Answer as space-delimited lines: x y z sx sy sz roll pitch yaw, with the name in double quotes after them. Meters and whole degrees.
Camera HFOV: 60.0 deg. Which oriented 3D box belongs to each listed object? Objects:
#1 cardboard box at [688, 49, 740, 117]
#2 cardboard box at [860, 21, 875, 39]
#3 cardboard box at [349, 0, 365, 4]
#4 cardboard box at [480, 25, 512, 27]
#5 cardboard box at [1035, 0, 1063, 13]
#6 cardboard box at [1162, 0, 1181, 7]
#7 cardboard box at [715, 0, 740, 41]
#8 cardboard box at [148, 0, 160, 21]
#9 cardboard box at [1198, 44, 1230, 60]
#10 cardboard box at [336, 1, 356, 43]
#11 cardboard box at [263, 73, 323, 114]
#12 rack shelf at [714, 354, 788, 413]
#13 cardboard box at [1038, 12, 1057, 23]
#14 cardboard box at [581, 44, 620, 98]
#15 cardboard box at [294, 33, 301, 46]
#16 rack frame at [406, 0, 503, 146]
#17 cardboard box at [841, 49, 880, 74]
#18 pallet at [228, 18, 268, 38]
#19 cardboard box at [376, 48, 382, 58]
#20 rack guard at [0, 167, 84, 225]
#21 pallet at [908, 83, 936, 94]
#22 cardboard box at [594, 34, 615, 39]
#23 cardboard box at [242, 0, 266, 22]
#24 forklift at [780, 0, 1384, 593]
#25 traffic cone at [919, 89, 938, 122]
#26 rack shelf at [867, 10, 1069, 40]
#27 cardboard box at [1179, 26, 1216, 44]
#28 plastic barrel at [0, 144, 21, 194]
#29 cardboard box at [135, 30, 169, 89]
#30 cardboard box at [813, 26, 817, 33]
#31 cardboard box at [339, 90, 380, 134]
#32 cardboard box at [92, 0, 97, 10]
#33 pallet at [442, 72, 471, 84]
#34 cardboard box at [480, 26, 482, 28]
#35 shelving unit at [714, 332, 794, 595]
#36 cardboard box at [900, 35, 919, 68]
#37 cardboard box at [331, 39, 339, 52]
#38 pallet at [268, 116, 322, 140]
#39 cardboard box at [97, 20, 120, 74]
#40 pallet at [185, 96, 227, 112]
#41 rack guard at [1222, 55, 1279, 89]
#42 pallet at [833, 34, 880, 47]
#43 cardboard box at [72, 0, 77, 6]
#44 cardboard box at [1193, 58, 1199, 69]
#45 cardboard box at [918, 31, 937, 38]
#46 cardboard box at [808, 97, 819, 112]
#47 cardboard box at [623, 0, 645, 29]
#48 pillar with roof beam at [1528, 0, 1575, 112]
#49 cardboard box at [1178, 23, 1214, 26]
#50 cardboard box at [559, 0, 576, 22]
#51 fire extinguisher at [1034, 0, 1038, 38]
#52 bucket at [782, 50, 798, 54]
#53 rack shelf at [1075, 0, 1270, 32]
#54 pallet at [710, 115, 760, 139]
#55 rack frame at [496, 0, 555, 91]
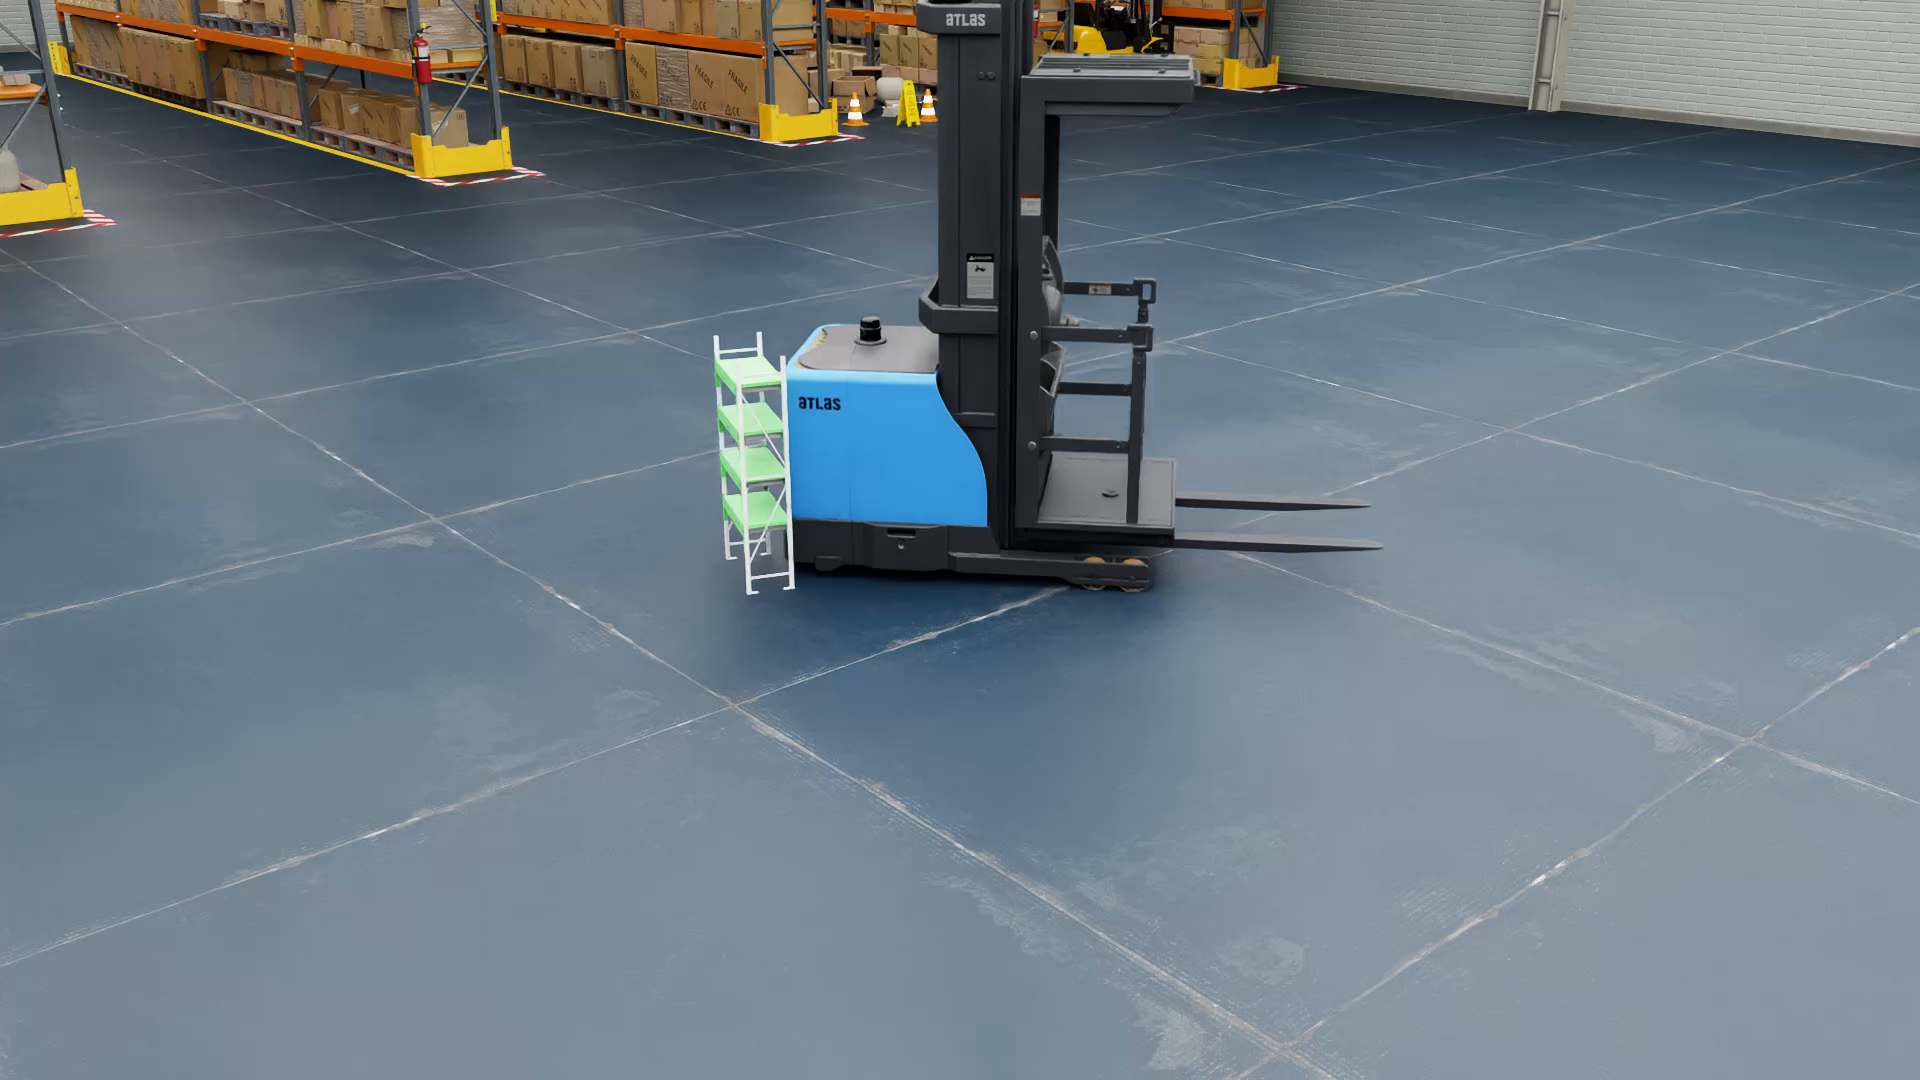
-3.356 -6.727 24.382 0.875 0.875 0.875 -18 28 -38 "cardboard box"
-1.856 -11.371 36.755 0.500 0.500 0.500 -18 28 -39 "cardboard box"
-7.313 -6.973 20.757 0.500 0.500 0.500 -17 27 -37 "cardboard box"
-8.421 -9.225 30.248 0.500 0.250 0.500 -17 27 -37 "cardboard box"
1.297 -8.694 26.524 0.500 0.500 0.500 -18 28 -38 "cardboard box"
3.968 -9.902 30.016 0.500 0.500 0.500 -18 28 -38 "cardboard box"
-2.940 -7.414 23.596 0.875 0.550 0.550 -17 27 -37 "cardboard box"
-12.837 -8.710 26.972 0.500 0.500 0.500 -17 27 -36 "cardboard box"
4.600 -8.703 29.600 0.500 0.250 0.500 -18 28 -38 "cardboard box"
-7.478 -6.696 21.421 0.875 0.500 0.500 -17 27 -37 "cardboard box"
-9.769 -6.565 24.456 0.500 0.500 0.700 20 29 41 "cardboard box"
-1.031 -0.774 8.175 0.258 0.148 0.480 -7 23 -18 "rack shelf"
1.331 -8.339 26.505 0.380 0.149 0.250 -17 27 -37 "cardboard box"
-5.372 -7.509 26.552 1.050 0.750 0.750 -18 27 -38 "cardboard box"
-8.810 -6.810 22.604 0.380 0.149 0.250 -17 27 -37 "cardboard box"
-6.111 -5.953 20.071 1.000 3.000 0.127 -17 27 -37 "rack frame"
-1.559 -8.534 29.687 0.950 0.372 0.625 -17 27 -37 "cardboard box"
-10.010 -7.537 24.377 1.003 0.211 1.213 -17 27 -37 "pallet"
-7.102 -6.144 20.901 0.380 0.149 0.250 -17 27 -37 "cardboard box"
-9.949 -3.620 17.541 1.175 0.500 0.348 -17 27 -37 "rack guard"
-0.749 -7.942 28.972 1.003 0.211 1.213 -17 27 -37 "pallet"
-7.350 -11.077 36.089 0.875 0.438 0.875 -18 28 -39 "cardboard box"
-9.924 -7.759 23.963 0.797 0.503 0.637 -14 26 -32 "cardboard box"
0.648 -1.307 8.303 3.031 2.935 1.130 3 22 7 "forklift"
-0.481 -6.585 25.161 0.336 0.463 0.334 -17 27 -37 "traffic cone"
0.091 -8.530 27.636 1.077 0.370 4.000 -17 27 -37 "rack shelf"
4.280 -9.068 29.848 0.500 0.250 0.500 -17 27 -36 "cardboard box"
-10.351 -3.975 17.855 0.421 0.512 0.421 0 21 0 "plastic barrel"
-12.927 -8.056 27.777 1.225 0.875 0.875 -19 28 -39 "cardboard box"
-3.265 -11.763 38.236 0.380 0.149 0.250 -18 28 -39 "cardboard box"
-8.112 -5.814 22.566 0.500 0.500 0.500 -9 23 -21 "cardboard box"
-15.064 -9.442 29.323 0.380 0.149 0.250 -17 27 -36 "cardboard box"
-8.811 -8.571 30.578 1.003 0.211 1.213 -17 27 -37 "pallet"
-8.812 -9.105 29.940 0.500 0.250 0.500 -17 27 -36 "cardboard box"
-1.031 -0.387 8.326 0.258 1.200 0.503 -7 23 -18 "shelving unit"
-0.676 -8.310 28.253 0.500 0.500 0.500 -16 27 -35 "cardboard box"
-7.975 -6.471 21.737 0.380 0.149 0.250 -17 27 -37 "cardboard box"
-9.232 -5.975 23.949 1.003 0.211 1.213 -17 27 -37 "pallet"
-14.902 -8.925 29.995 0.875 0.875 0.875 -17 27 -37 "cardboard box"
-11.791 -7.101 26.824 1.003 0.211 1.213 -17 27 -37 "pallet"
5.170 -8.324 29.552 1.175 0.500 0.348 -17 27 -37 "rack guard"
-2.119 -11.296 37.536 1.003 0.211 1.213 -17 27 -37 "pallet"
-15.901 -9.797 30.228 0.380 0.149 0.250 -18 28 -38 "cardboard box"
4.291 -8.605 30.034 0.500 0.250 0.500 -17 27 -37 "cardboard box"
-0.483 -8.493 27.831 0.380 0.149 0.250 -16 26 -34 "cardboard box"
-2.381 -6.902 26.241 0.396 0.266 0.258 -12 25 -28 "cardboard box"
-4.649 -8.182 25.555 0.875 0.550 0.550 -17 27 -37 "cardboard box"
6.038 -10.013 22.209 9.100 9.000 0.400 -17 27 -37 "pillar with roof beam"
4.337 -9.332 30.519 0.500 0.250 0.500 -18 27 -38 "cardboard box"
-6.102 -8.618 26.736 0.500 0.500 0.500 -17 27 -37 "cardboard box"
1.122 -8.135 25.747 0.296 0.674 0.183 -17 27 -37 "fire extinguisher"
-3.063 -7.906 27.461 0.726 0.611 0.620 -8 13 -19 "bucket"
3.849 -9.713 30.655 1.077 0.370 4.000 -17 27 -37 "rack shelf"
-2.869 -6.010 24.039 1.003 0.211 1.213 -17 27 -37 "pallet"
-7.510 -9.316 28.657 1.000 3.000 0.127 -17 27 -37 "rack frame"
